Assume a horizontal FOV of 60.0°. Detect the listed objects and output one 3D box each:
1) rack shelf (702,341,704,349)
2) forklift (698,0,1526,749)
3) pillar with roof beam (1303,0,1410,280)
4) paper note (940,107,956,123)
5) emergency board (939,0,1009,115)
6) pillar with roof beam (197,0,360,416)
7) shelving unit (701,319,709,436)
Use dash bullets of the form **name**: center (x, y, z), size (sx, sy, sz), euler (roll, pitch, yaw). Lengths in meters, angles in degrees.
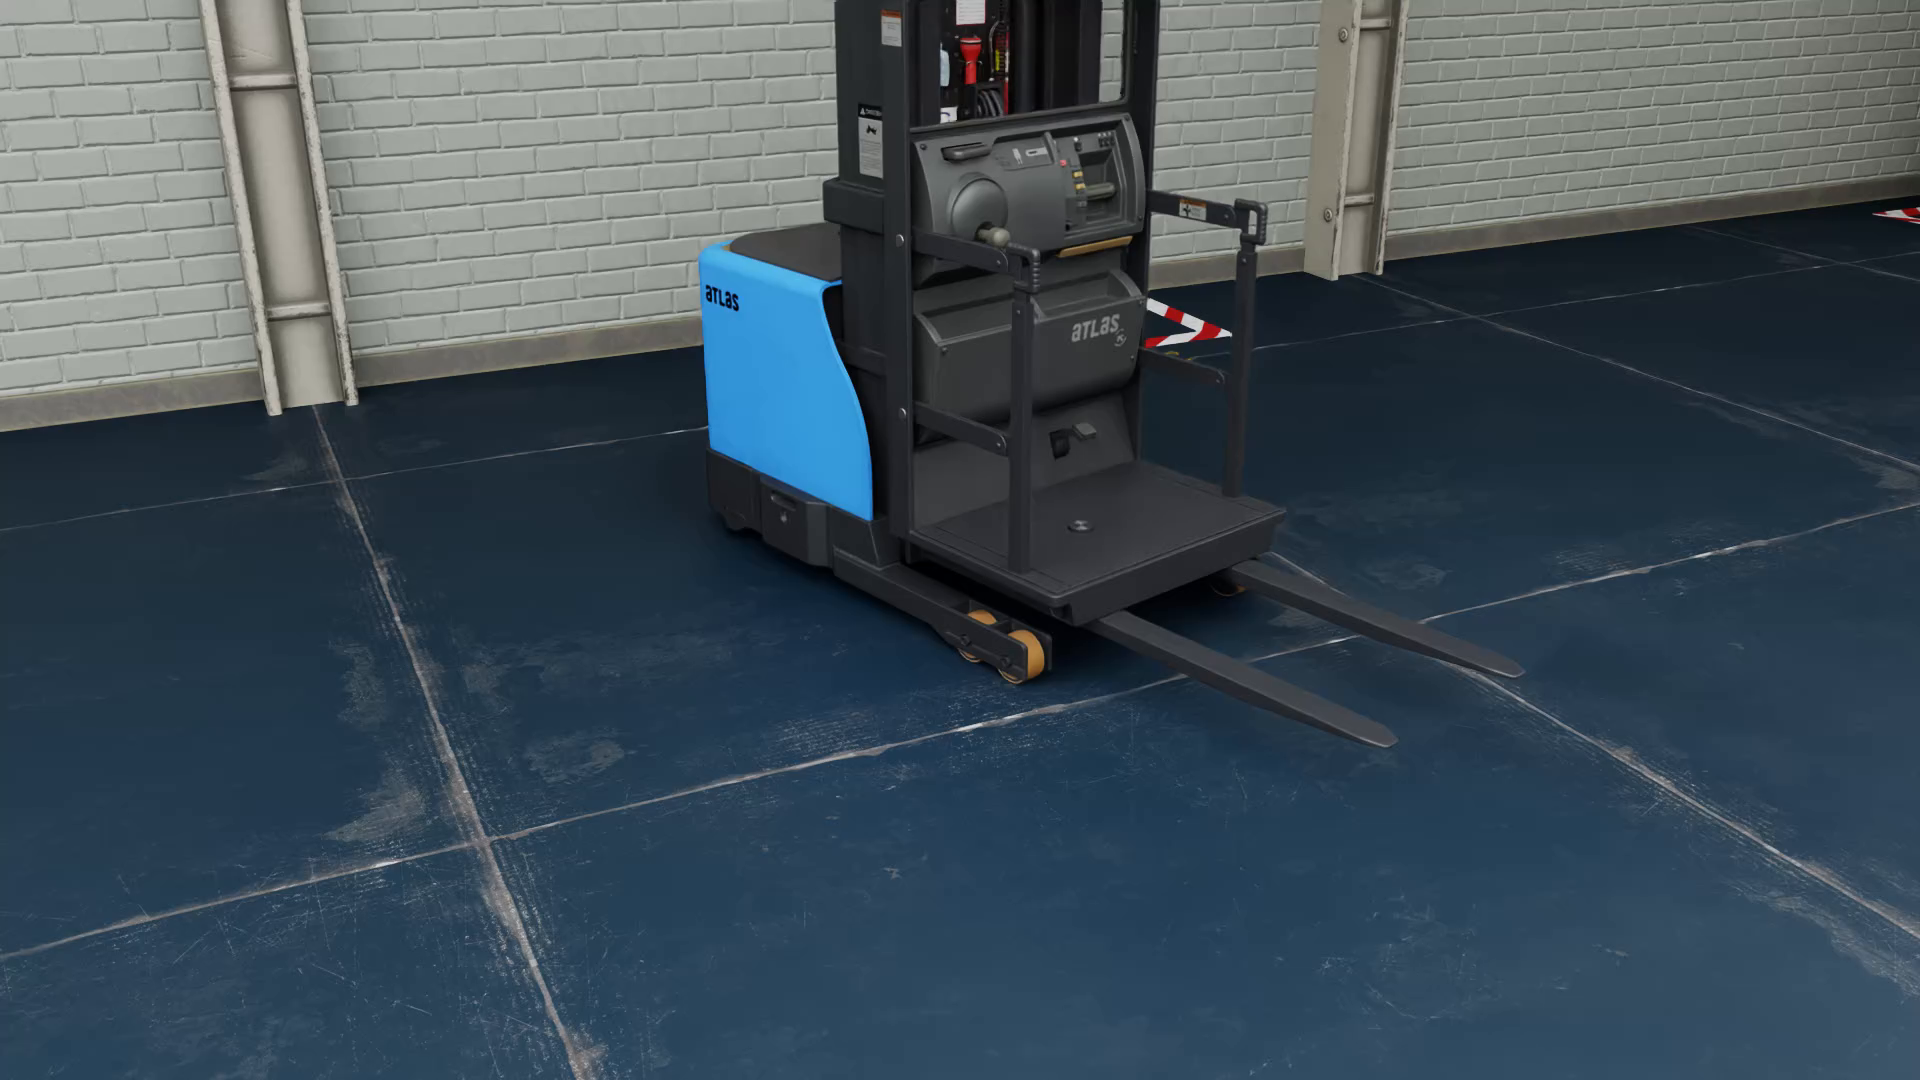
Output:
- **rack shelf**: center (-0.851, -0.772, 6.556), size (0.258, 0.077, 0.200), euler (9, 24, 21)
- **forklift**: center (0.379, -1.126, 5.137), size (1.130, 2.935, 3.031), euler (-18, 29, -37)
- **pillar with roof beam**: center (4.216, -4.325, 4.933), size (0.400, 9.000, 9.100), euler (-10, 25, -24)
- **paper note**: center (-0.083, -2.228, 8.861), size (0.142, 0.148, 0.016), euler (-10, 25, -24)
- **emergency board**: center (0.106, -2.640, 8.706), size (0.643, 1.169, 0.194), euler (-10, 25, -24)
- **pillar with roof beam**: center (-1.190, -3.330, 2.529), size (0.400, 9.000, 9.100), euler (-10, 25, -24)
- **shelving unit**: center (-0.851, -0.637, 6.612), size (0.258, 0.900, 0.210), euler (9, 24, 21)
